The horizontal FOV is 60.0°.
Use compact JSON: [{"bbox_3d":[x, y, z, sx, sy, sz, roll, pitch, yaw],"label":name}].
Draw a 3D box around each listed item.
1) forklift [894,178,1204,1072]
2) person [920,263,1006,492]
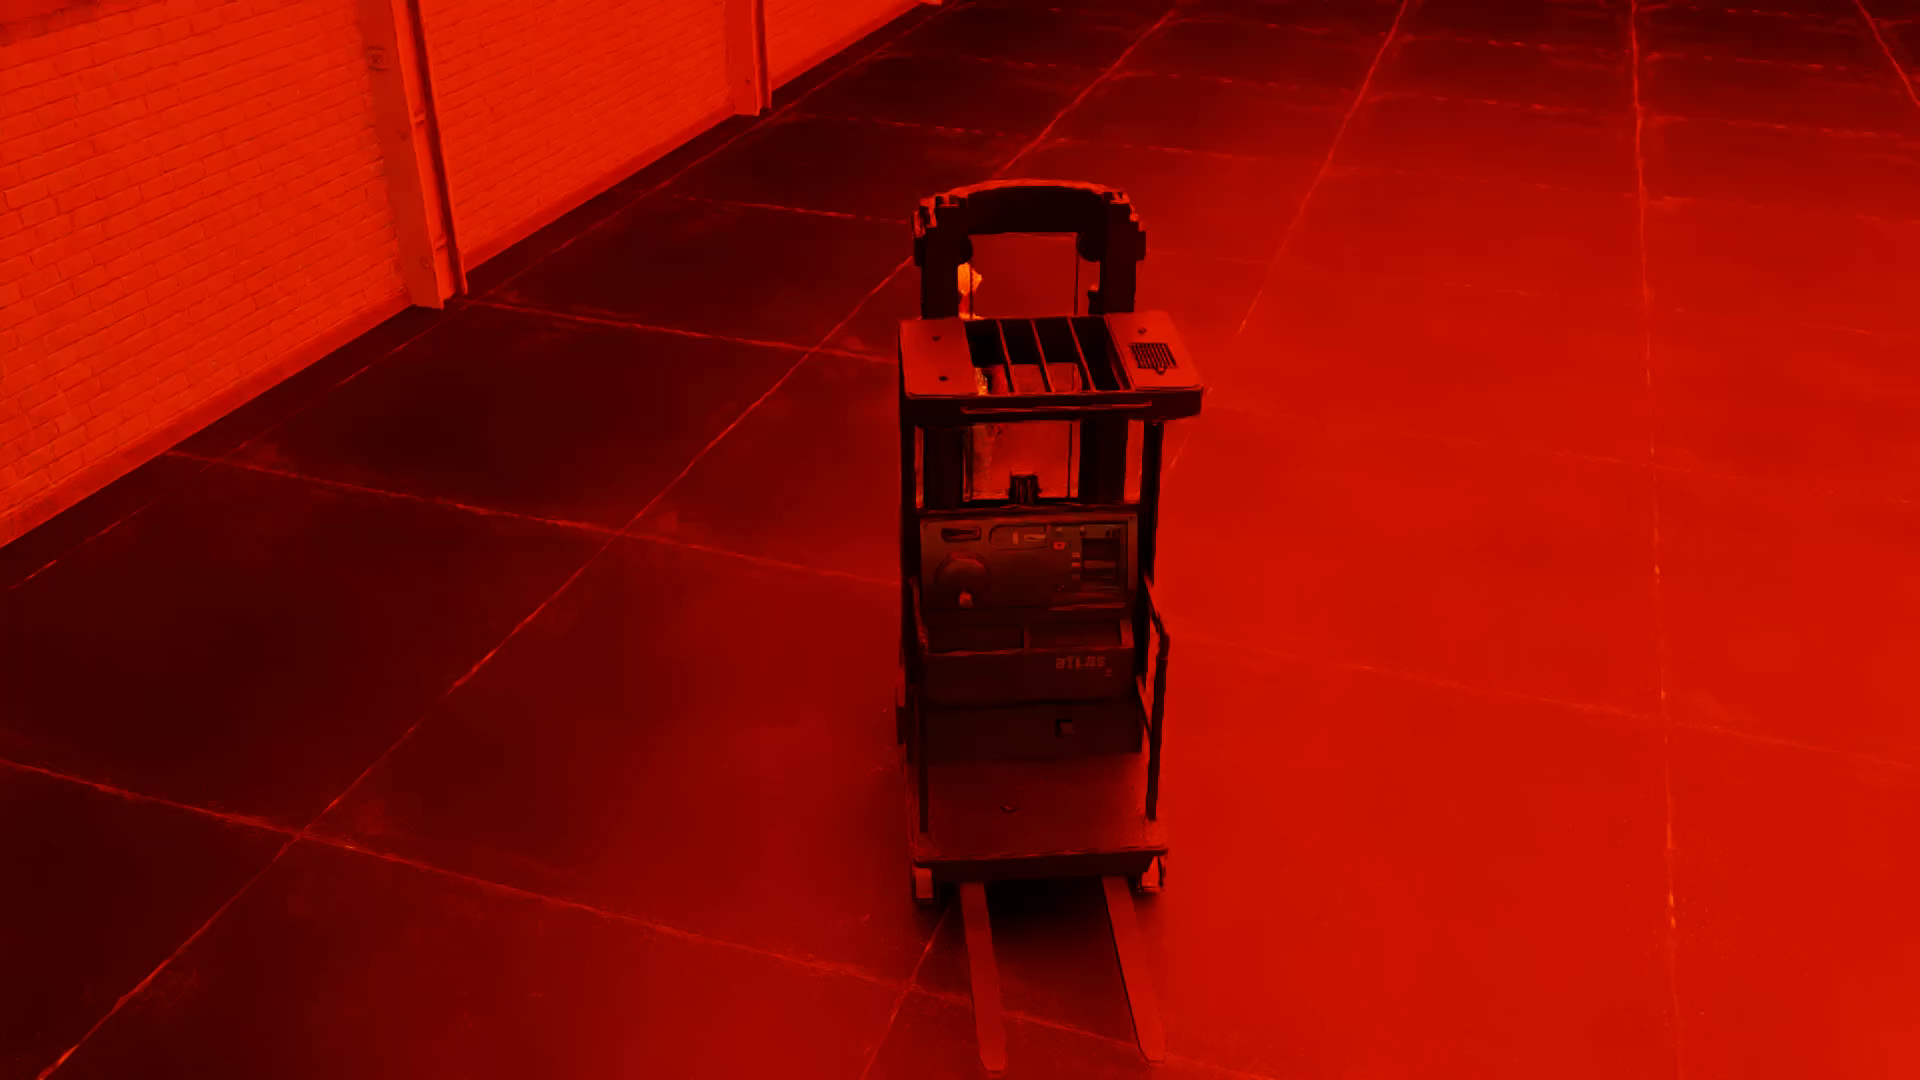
[{"bbox_3d":[0.315,0.135,6.899,1.130,2.935,3.031,-2,30,-4],"label":"forklift"},{"bbox_3d":[0.003,-0.774,9.669,0.559,1.771,0.367,10,31,16],"label":"person"}]
